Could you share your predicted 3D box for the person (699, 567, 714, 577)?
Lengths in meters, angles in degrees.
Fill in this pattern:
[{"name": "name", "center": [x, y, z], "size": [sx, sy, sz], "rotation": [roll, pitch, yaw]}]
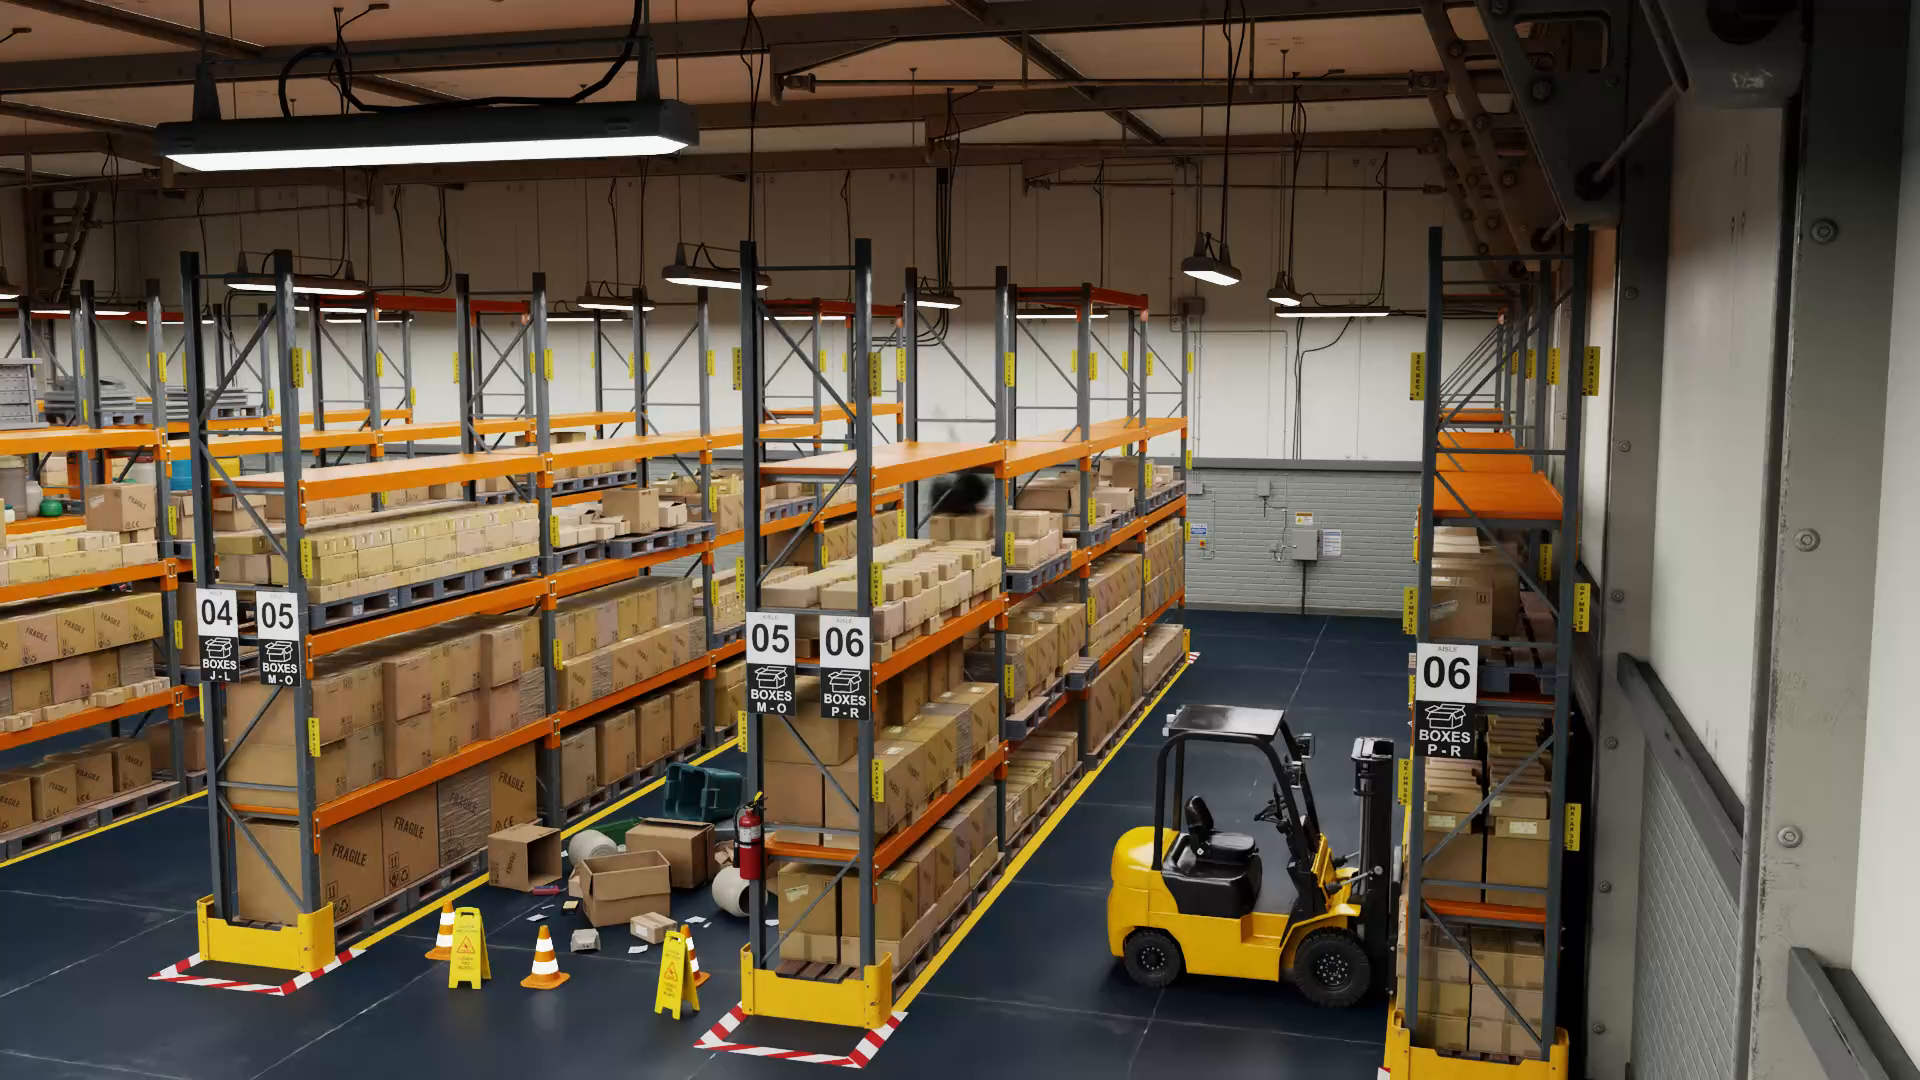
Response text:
[{"name": "person", "center": [-4.063, 1.267, 27.146], "size": [0.695, 1.741, 0.665], "rotation": [3, 7, 24]}]
